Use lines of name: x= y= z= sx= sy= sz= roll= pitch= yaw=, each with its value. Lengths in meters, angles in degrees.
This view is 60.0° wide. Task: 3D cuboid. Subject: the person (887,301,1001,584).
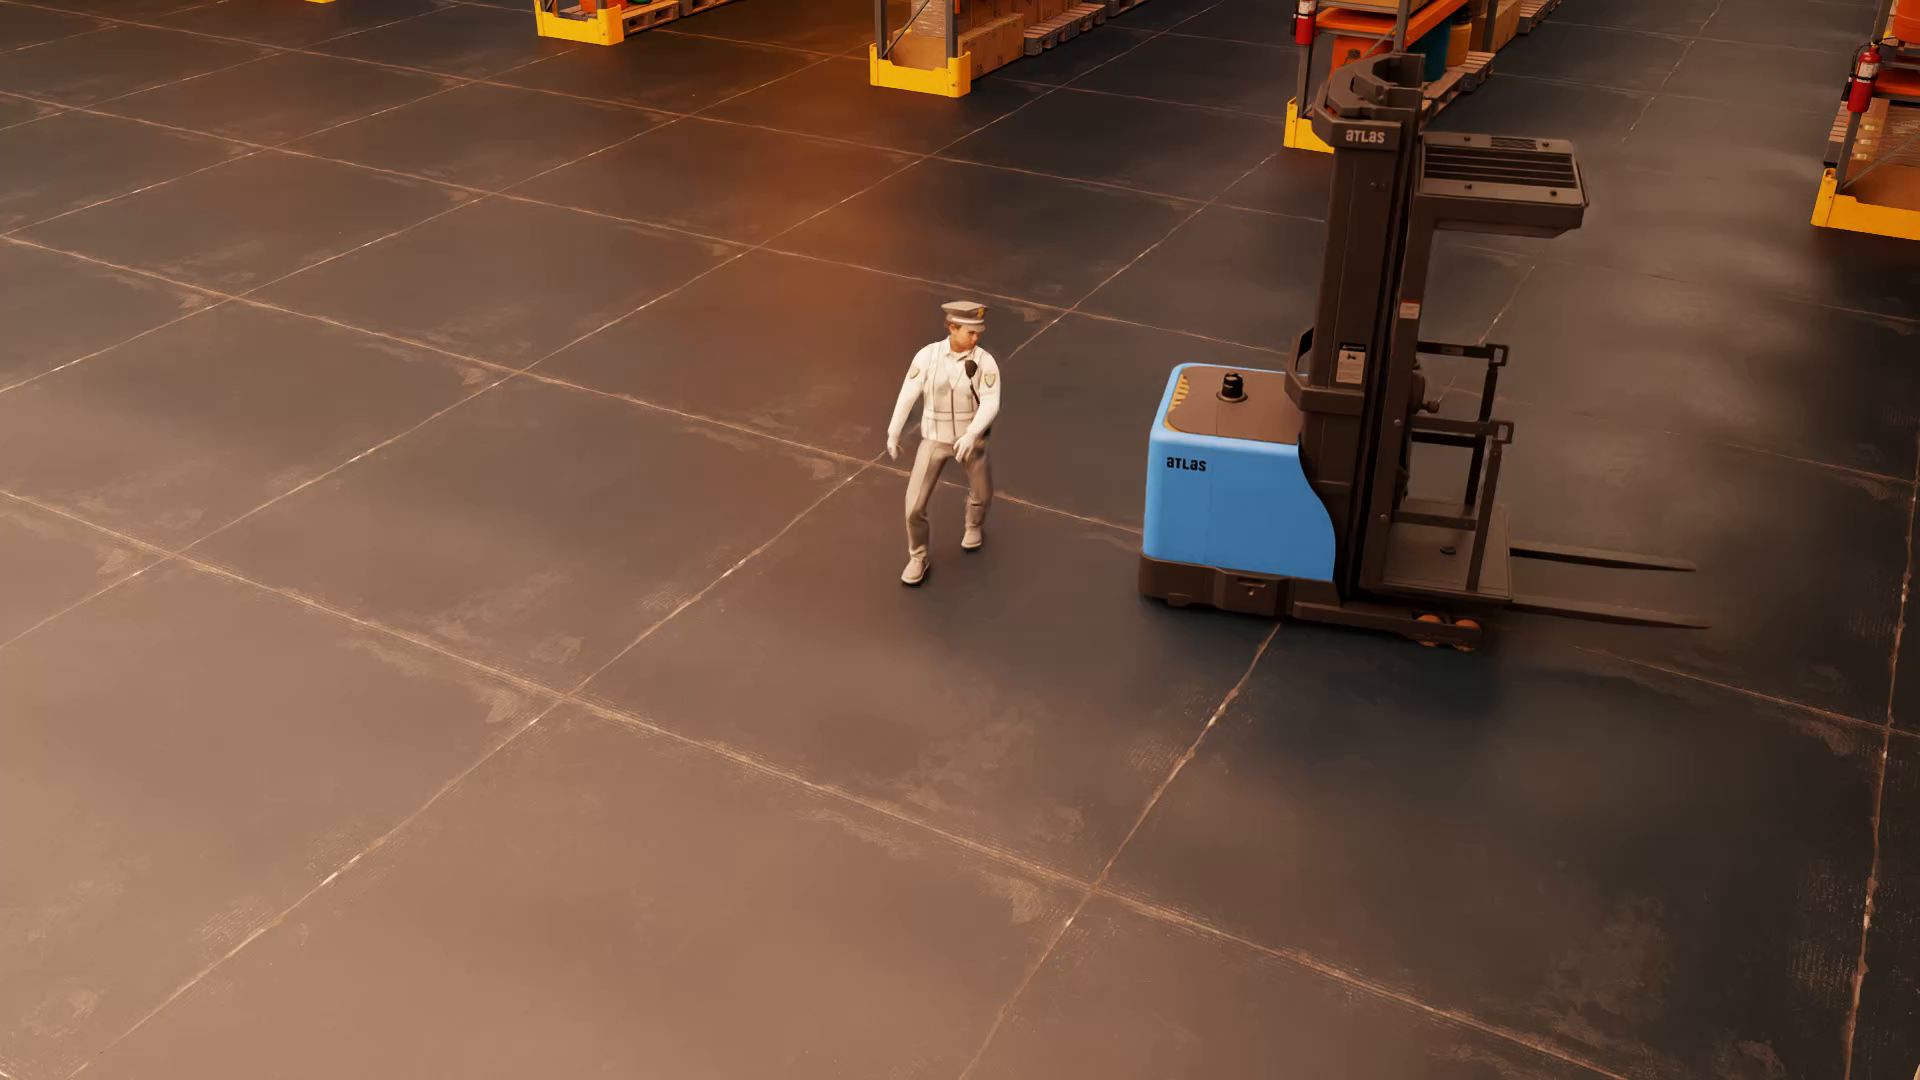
person: x=-0.093 y=-0.553 z=9.382 sx=0.639 sy=1.584 sz=0.774 roll=-3 pitch=30 yaw=-5

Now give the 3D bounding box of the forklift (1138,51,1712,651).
forklift: x=2.579 y=-0.965 z=8.743 sx=3.031 sy=2.935 sz=1.130 roll=7 pitch=31 yaw=12
